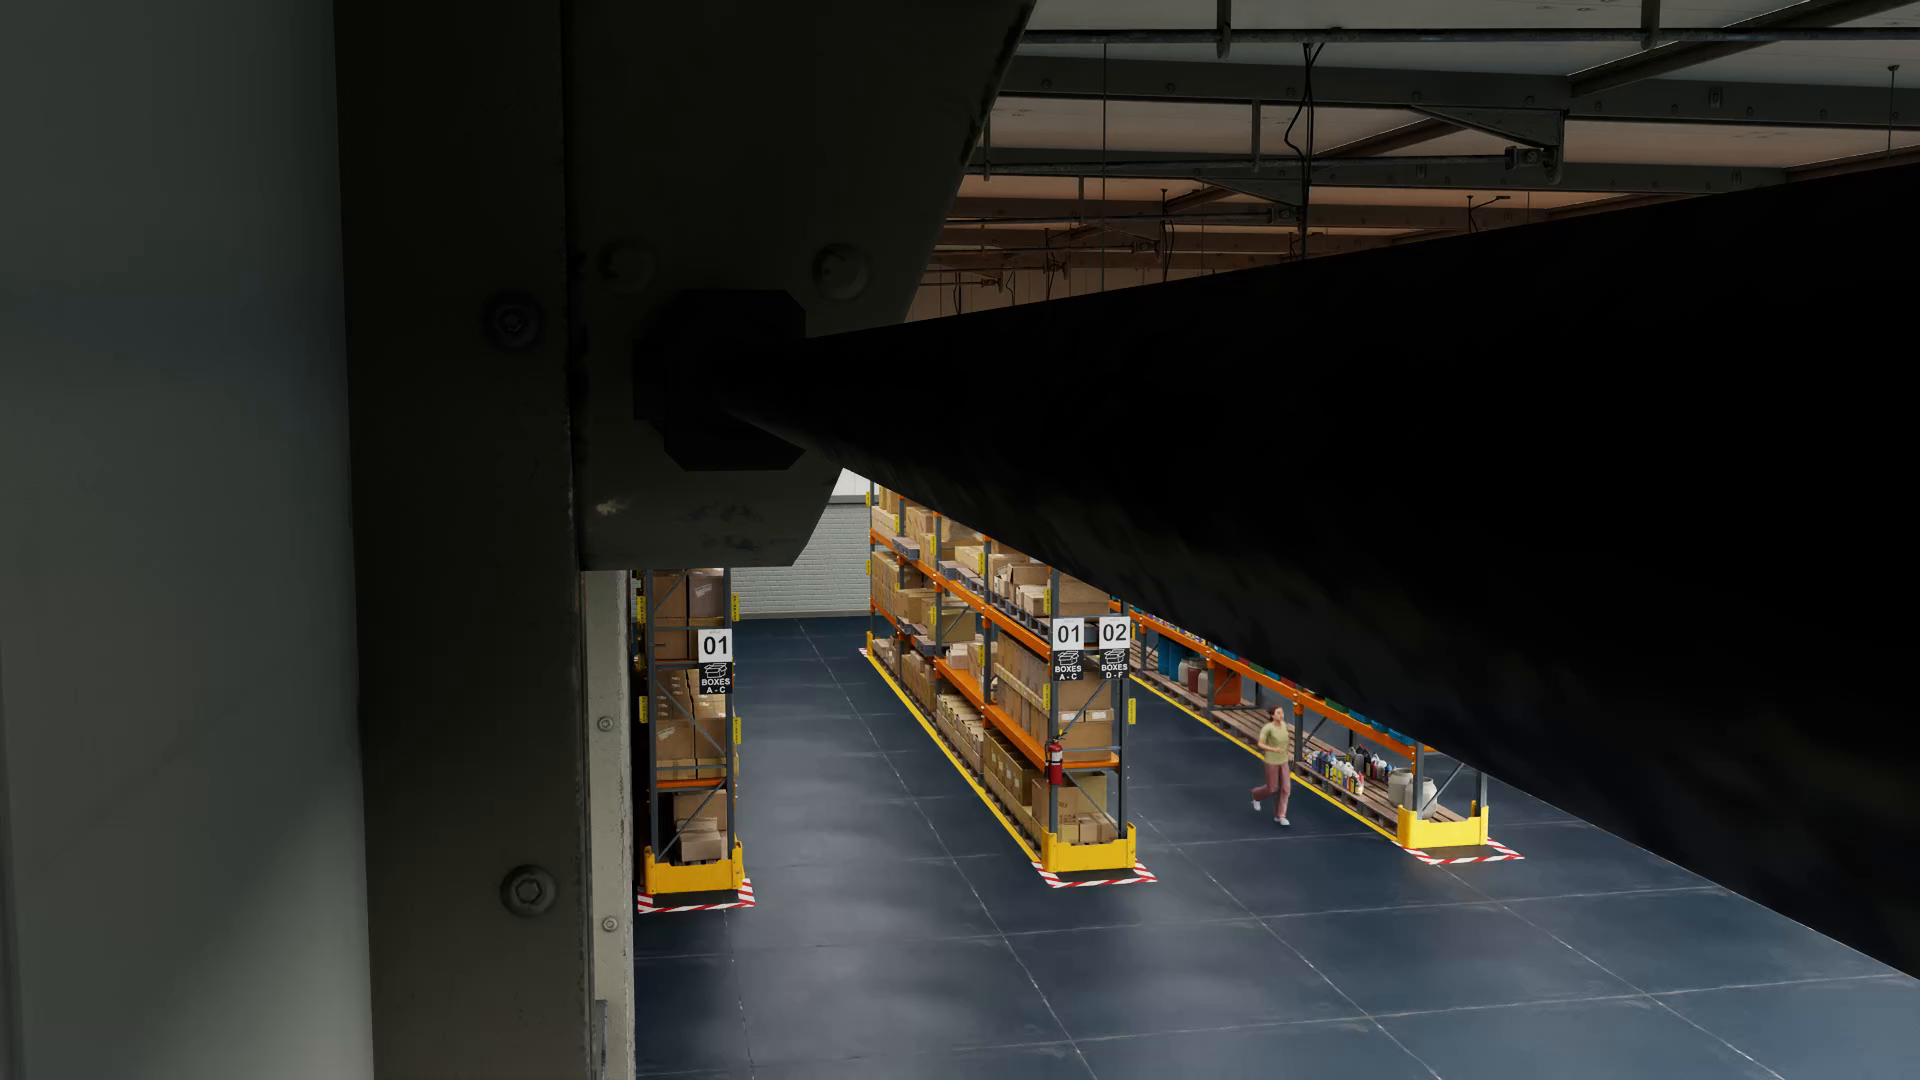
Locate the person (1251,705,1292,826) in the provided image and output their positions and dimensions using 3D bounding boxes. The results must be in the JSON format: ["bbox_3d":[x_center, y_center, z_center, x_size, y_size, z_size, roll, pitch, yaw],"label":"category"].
[{"bbox_3d":[4.370,3.093,23.162,0.584,1.641,0.772,-3,7,-28],"label":"person"}]
